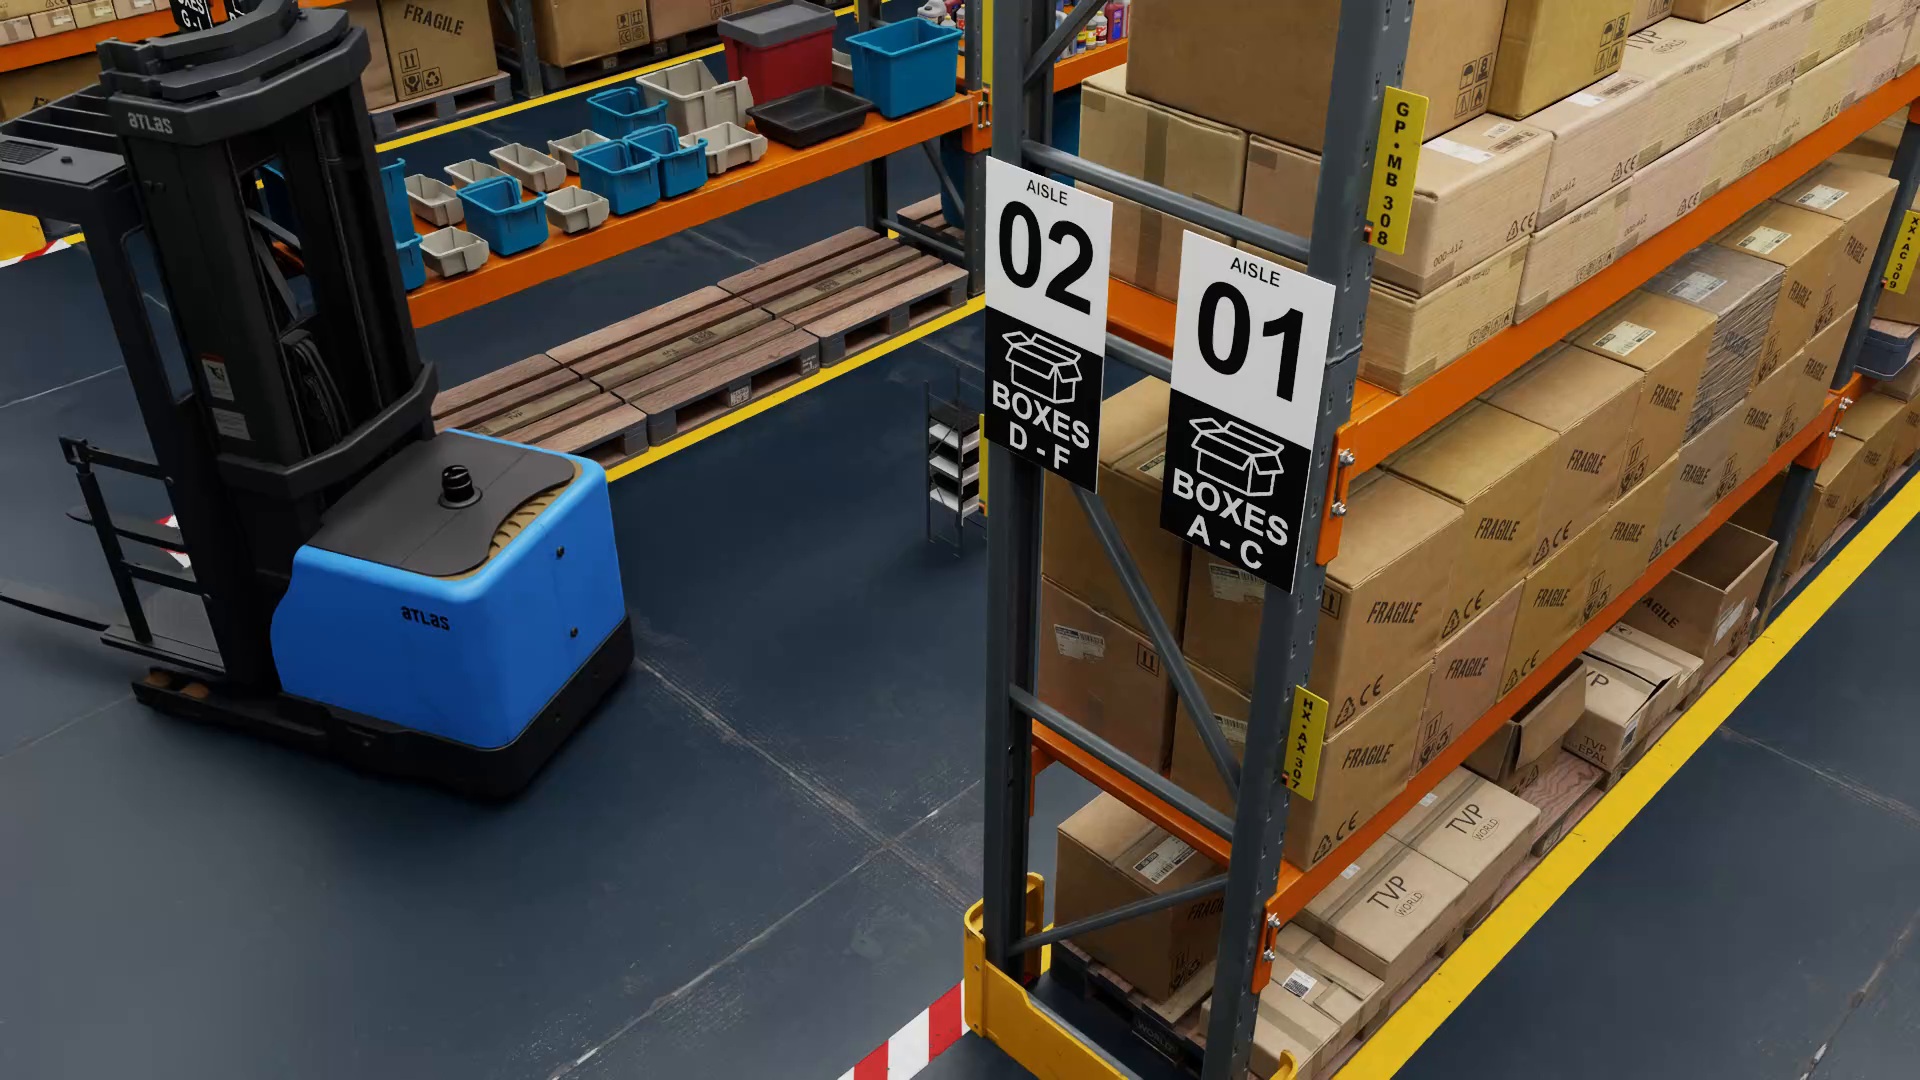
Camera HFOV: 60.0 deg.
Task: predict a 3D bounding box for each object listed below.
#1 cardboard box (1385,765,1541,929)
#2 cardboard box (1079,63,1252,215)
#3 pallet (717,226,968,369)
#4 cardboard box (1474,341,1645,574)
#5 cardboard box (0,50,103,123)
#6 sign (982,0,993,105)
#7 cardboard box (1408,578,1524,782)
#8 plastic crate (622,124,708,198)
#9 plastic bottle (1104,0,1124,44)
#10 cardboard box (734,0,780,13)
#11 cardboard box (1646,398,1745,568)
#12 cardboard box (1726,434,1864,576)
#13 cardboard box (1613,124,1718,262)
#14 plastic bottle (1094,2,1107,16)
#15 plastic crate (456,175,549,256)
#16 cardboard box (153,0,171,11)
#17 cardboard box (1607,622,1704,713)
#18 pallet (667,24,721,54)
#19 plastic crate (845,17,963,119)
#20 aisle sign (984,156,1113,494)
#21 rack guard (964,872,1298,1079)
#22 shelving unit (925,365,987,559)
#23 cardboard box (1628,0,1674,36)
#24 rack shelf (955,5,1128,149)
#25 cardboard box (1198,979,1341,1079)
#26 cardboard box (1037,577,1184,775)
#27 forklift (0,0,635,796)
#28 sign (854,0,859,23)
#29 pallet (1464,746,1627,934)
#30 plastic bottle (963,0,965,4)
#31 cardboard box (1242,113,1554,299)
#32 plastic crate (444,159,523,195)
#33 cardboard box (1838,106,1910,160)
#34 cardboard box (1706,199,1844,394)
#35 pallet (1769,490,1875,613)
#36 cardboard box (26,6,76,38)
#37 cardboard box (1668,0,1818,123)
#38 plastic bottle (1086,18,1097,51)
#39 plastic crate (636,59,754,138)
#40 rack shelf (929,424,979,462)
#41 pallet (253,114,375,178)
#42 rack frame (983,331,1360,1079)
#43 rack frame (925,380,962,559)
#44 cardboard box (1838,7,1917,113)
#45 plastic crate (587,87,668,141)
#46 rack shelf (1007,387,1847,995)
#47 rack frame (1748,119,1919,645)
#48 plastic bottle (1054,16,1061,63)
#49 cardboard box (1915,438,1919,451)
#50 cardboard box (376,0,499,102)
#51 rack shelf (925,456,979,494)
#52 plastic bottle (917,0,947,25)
[{"bbox_3d":[1.759,1.079,6.100,0.500,0.250,0.500,30,45,35],"label":"cardboard box"},{"bbox_3d":[0.651,-1.041,4.193,0.500,0.250,0.500,30,45,35],"label":"cardboard box"},{"bbox_3d":[-0.715,-1.520,10.245,1.003,0.211,1.213,30,45,35],"label":"pallet"},{"bbox_3d":[1.689,-0.298,5.093,0.500,0.500,0.500,-29,44,-35],"label":"cardboard box"},{"bbox_3d":[-6.163,-2.943,11.338,0.875,0.875,0.875,30,45,35],"label":"cardboard box"},{"bbox_3d":[0.090,-1.182,3.926,0.100,0.325,0.005,30,45,35],"label":"sign"},{"bbox_3d":[1.330,0.317,5.085,0.500,0.500,0.500,29,44,35],"label":"cardboard box"},{"bbox_3d":[-1.496,-1.934,8.495,0.416,0.233,0.300,30,45,35],"label":"plastic crate"},{"bbox_3d":[0.963,-3.268,10.415,0.061,0.283,0.133,30,45,35],"label":"plastic bottle"},{"bbox_3d":[-2.055,-5.268,14.672,1.225,0.875,0.875,30,45,35],"label":"cardboard box"},{"bbox_3d":[2.396,-0.295,5.964,0.500,0.500,0.500,-29,44,-35],"label":"cardboard box"},{"bbox_3d":[3.802,-0.233,7.763,0.500,0.500,0.500,27,43,33],"label":"cardboard box"},{"bbox_3d":[1.725,-1.033,4.617,0.500,0.250,0.500,30,45,35],"label":"cardboard box"},{"bbox_3d":[0.917,-3.399,10.609,0.152,0.276,0.135,30,45,35],"label":"plastic bottle"},{"bbox_3d":[-2.171,-1.545,7.937,0.416,0.233,0.300,30,45,35],"label":"plastic crate"},{"bbox_3d":[-5.350,-3.676,11.119,0.380,0.149,0.250,29,44,34],"label":"cardboard box"},{"bbox_3d":[2.867,0.531,6.974,0.380,0.149,0.250,30,45,35],"label":"cardboard box"},{"bbox_3d":[-2.389,-4.672,14.764,1.003,0.211,1.213,30,45,35],"label":"pallet"},{"bbox_3d":[-0.311,-2.669,9.416,0.392,0.384,0.575,30,45,35],"label":"plastic crate"},{"bbox_3d":[0.205,-0.518,4.098,0.394,0.787,0.004,30,45,35],"label":"aisle sign"},{"bbox_3d":[0.524,1.638,5.464,1.175,0.500,0.348,30,45,35],"label":"rack guard"},{"bbox_3d":[-0.006,-0.366,7.988,0.258,0.900,0.210,30,45,35],"label":"shelving unit"},{"bbox_3d":[1.509,-1.668,4.436,0.700,0.500,0.500,30,45,35],"label":"cardboard box"},{"bbox_3d":[1.185,-3.495,11.268,1.077,0.370,4.000,30,45,35],"label":"rack shelf"},{"bbox_3d":[1.009,1.601,5.440,0.380,0.149,0.250,30,45,35],"label":"cardboard box"},{"bbox_3d":[0.593,0.311,5.094,0.500,0.500,0.500,-28,44,-34],"label":"cardboard box"},{"bbox_3d":[-3.013,-0.693,6.681,3.031,2.935,1.130,12,37,17],"label":"forklift"},{"bbox_3d":[-0.613,-3.314,10.138,0.100,0.325,0.005,30,45,35],"label":"sign"},{"bbox_3d":[1.944,0.940,6.718,1.003,0.211,1.213,30,45,35],"label":"pallet"},{"bbox_3d":[0.082,-3.366,10.562,0.152,0.276,0.135,30,45,35],"label":"plastic bottle"},{"bbox_3d":[1.017,-0.834,3.895,0.500,0.250,0.500,30,45,35],"label":"cardboard box"},{"bbox_3d":[-2.382,-1.786,8.367,0.396,0.136,0.243,30,45,35],"label":"plastic crate"},{"bbox_3d":[4.220,-1.600,7.468,0.500,0.500,0.700,-23,41,-29],"label":"cardboard box"},{"bbox_3d":[2.757,-0.913,5.975,0.500,0.500,0.500,29,44,35],"label":"cardboard box"},{"bbox_3d":[3.835,-0.182,8.326,1.003,0.211,1.213,30,45,35],"label":"pallet"},{"bbox_3d":[-5.893,-3.363,10.670,0.380,0.149,0.250,29,44,35],"label":"cardboard box"},{"bbox_3d":[2.077,-1.441,4.766,0.500,0.250,0.500,30,45,35],"label":"cardboard box"},{"bbox_3d":[0.800,-3.155,10.325,0.097,0.201,0.097,0,35,0],"label":"plastic bottle"},{"bbox_3d":[-1.431,-2.408,9.132,0.437,0.282,0.530,30,45,35],"label":"plastic crate"},{"bbox_3d":[-0.006,-0.486,7.904,0.258,0.077,0.200,30,45,35],"label":"rack shelf"},{"bbox_3d":[-5.190,-3.056,12.447,1.003,0.211,1.213,30,45,35],"label":"pallet"},{"bbox_3d":[0.470,0.644,4.705,1.000,3.000,0.127,30,45,35],"label":"rack frame"},{"bbox_3d":[-0.077,-0.325,7.929,0.240,0.900,0.006,30,45,35],"label":"rack frame"},{"bbox_3d":[2.775,-1.646,5.496,0.500,0.250,0.500,30,45,35],"label":"cardboard box"},{"bbox_3d":[-1.777,-2.247,8.944,0.416,0.233,0.300,30,45,35],"label":"plastic crate"},{"bbox_3d":[1.879,0.127,6.075,1.077,0.370,4.000,30,45,35],"label":"rack shelf"},{"bbox_3d":[3.288,-0.980,7.033,1.000,3.000,0.127,30,45,35],"label":"rack frame"},{"bbox_3d":[0.568,-3.050,10.114,0.097,0.271,0.097,0,35,0],"label":"plastic bottle"},{"bbox_3d":[4.884,-0.859,8.660,0.500,0.500,0.500,28,43,34],"label":"cardboard box"},{"bbox_3d":[-4.261,-4.039,12.910,0.875,0.875,0.875,30,45,35],"label":"cardboard box"},{"bbox_3d":[-0.006,-0.338,8.007,0.258,0.077,0.200,30,45,35],"label":"rack shelf"},{"bbox_3d":[-0.176,-3.217,10.350,0.152,0.276,0.135,30,45,35],"label":"plastic bottle"}]
